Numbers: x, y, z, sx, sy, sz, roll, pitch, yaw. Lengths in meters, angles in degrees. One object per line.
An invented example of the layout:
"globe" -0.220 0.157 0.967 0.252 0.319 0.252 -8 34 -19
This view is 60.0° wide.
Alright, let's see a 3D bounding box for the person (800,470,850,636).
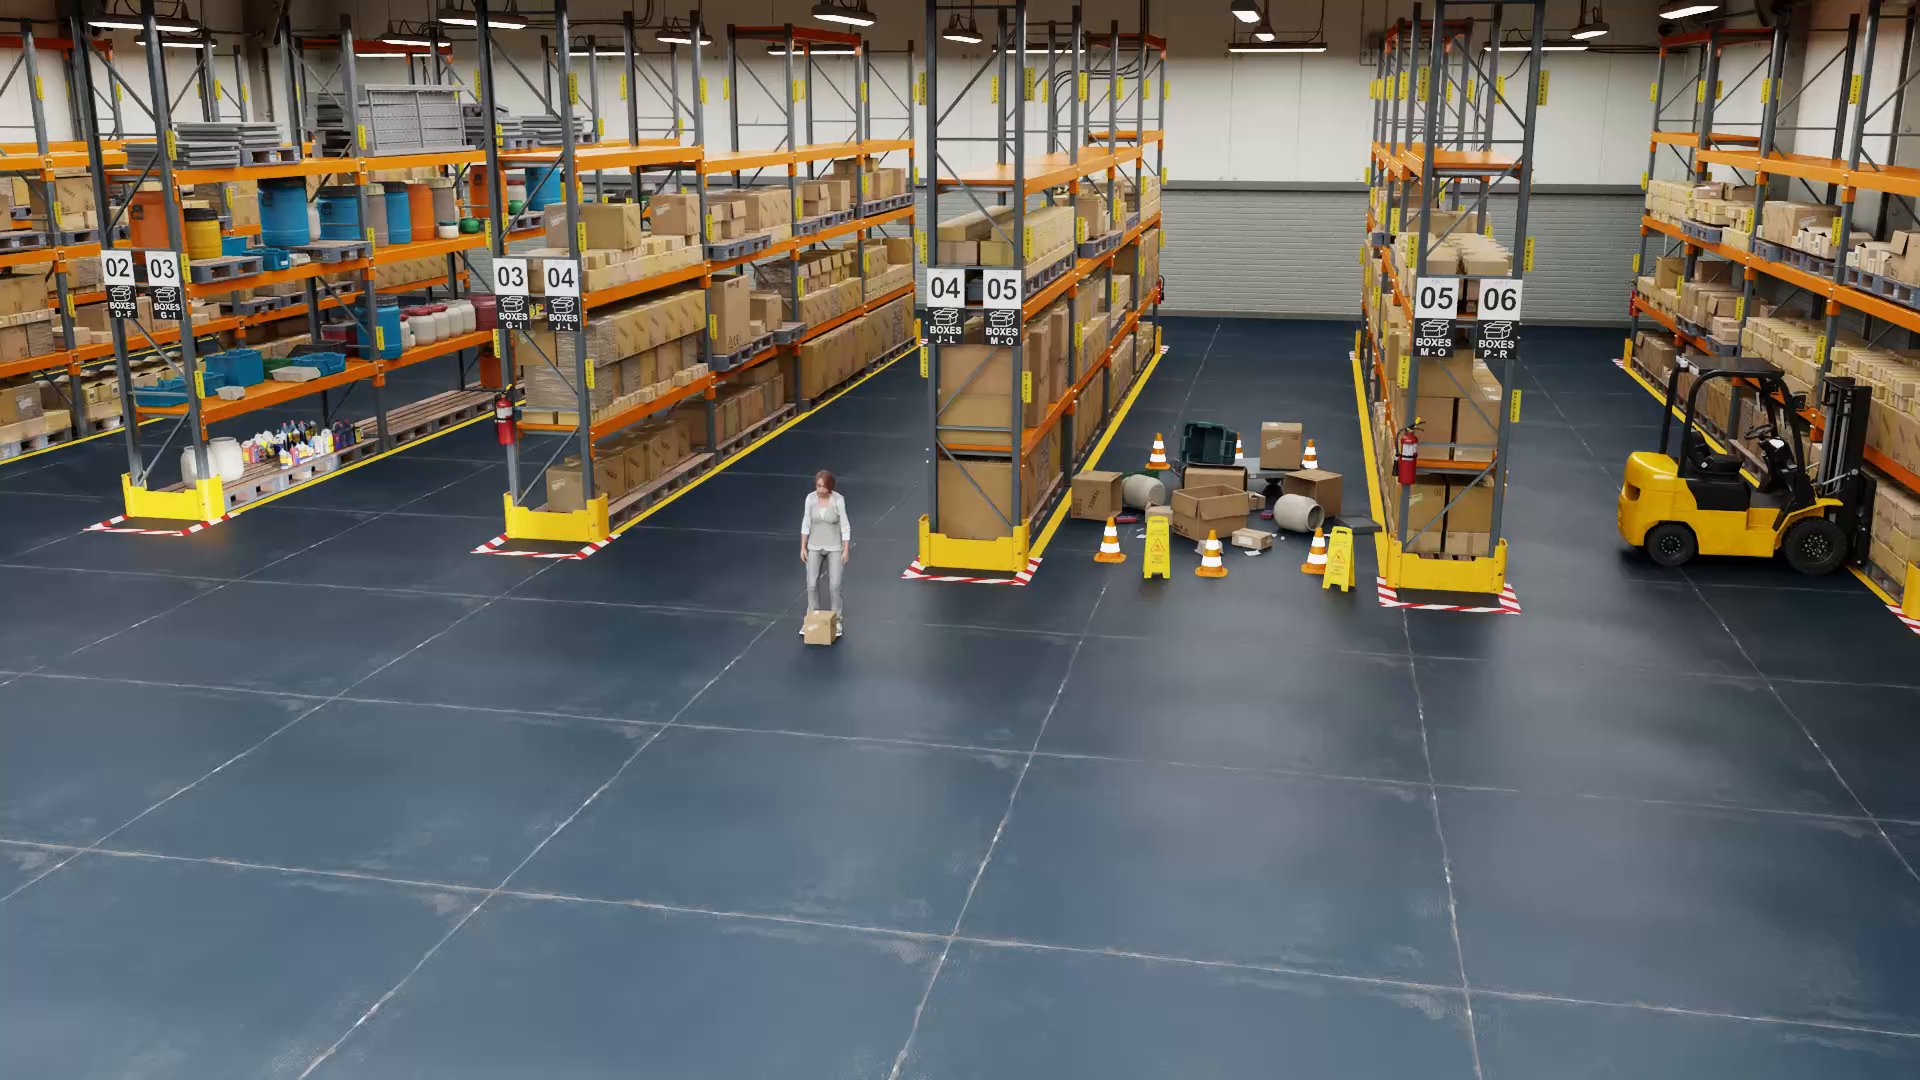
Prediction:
"person" -1.266 0.110 15.624 0.476 1.592 0.348 3 15 10
